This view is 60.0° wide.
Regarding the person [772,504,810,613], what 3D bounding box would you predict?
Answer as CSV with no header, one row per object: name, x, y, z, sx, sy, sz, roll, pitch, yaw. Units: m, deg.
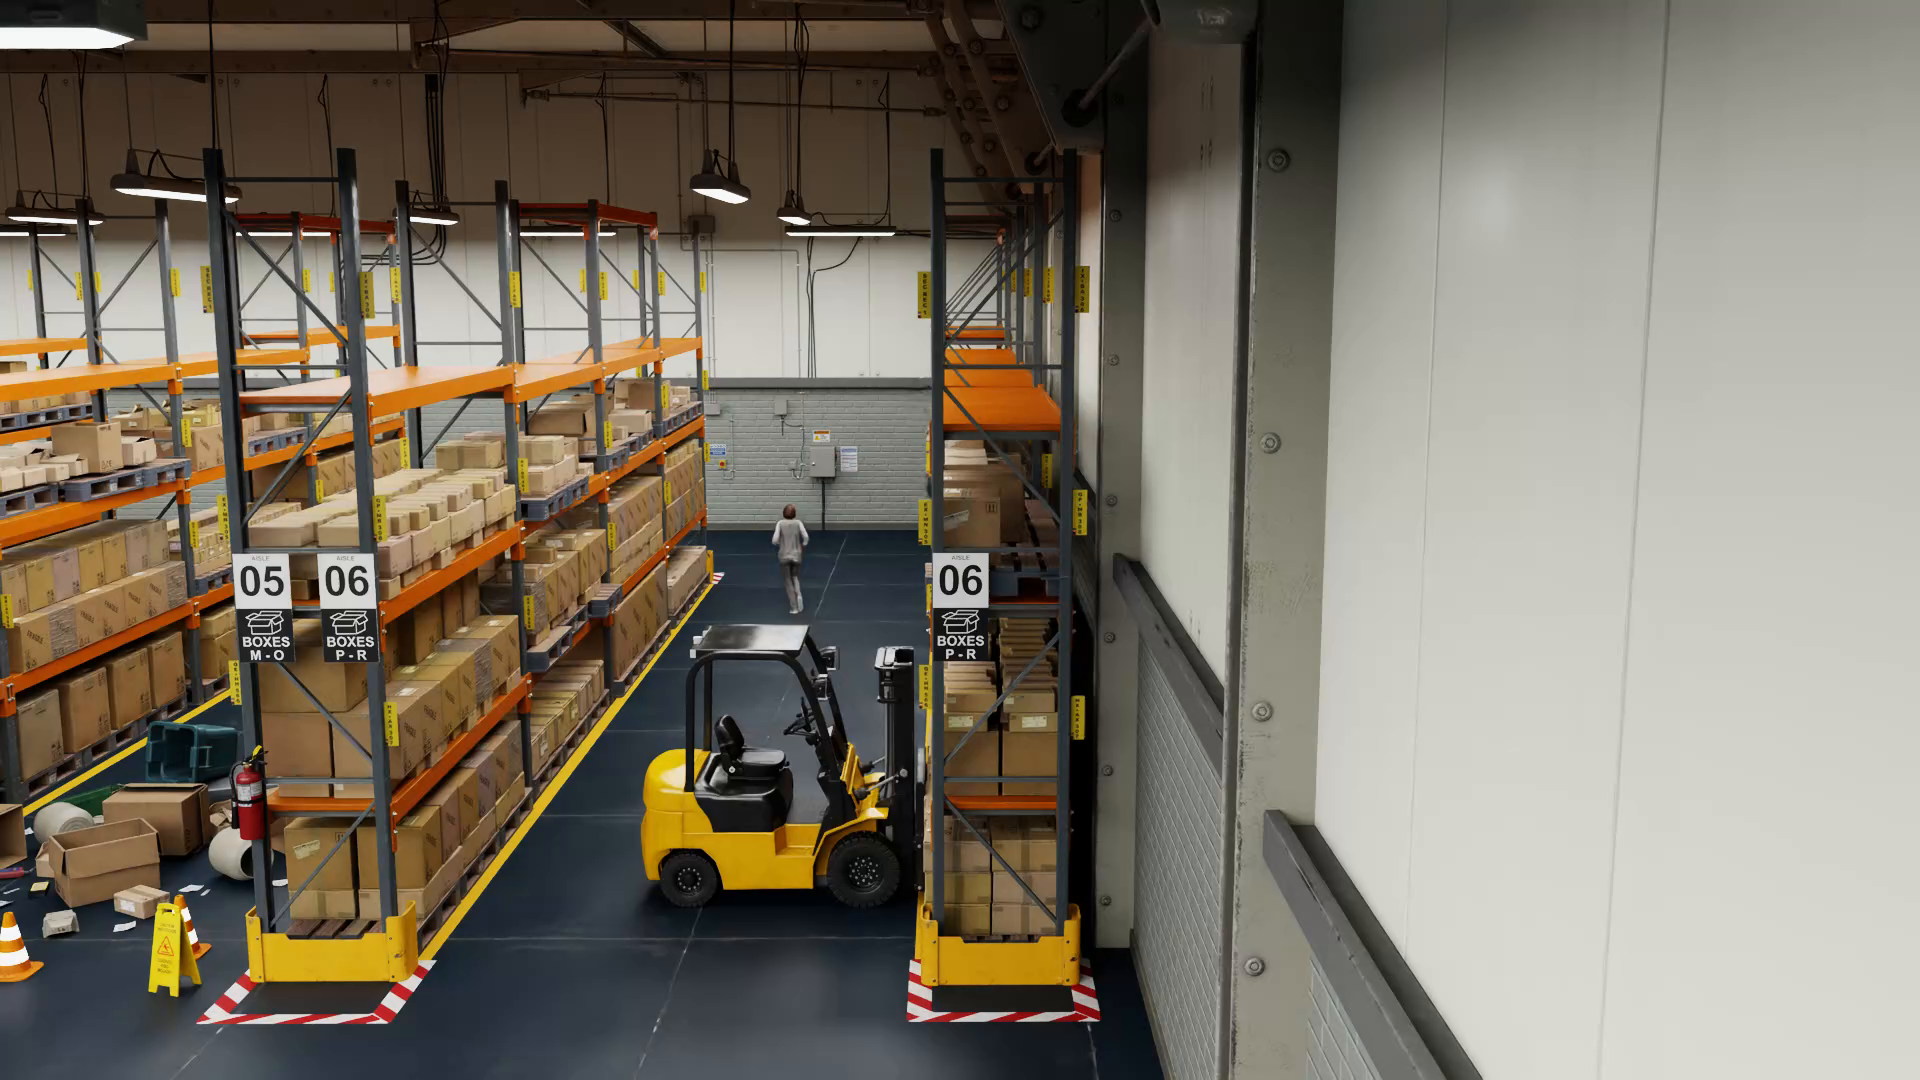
person,-2.458,0.264,24.057,0.520,1.584,0.542,-2,9,-14
